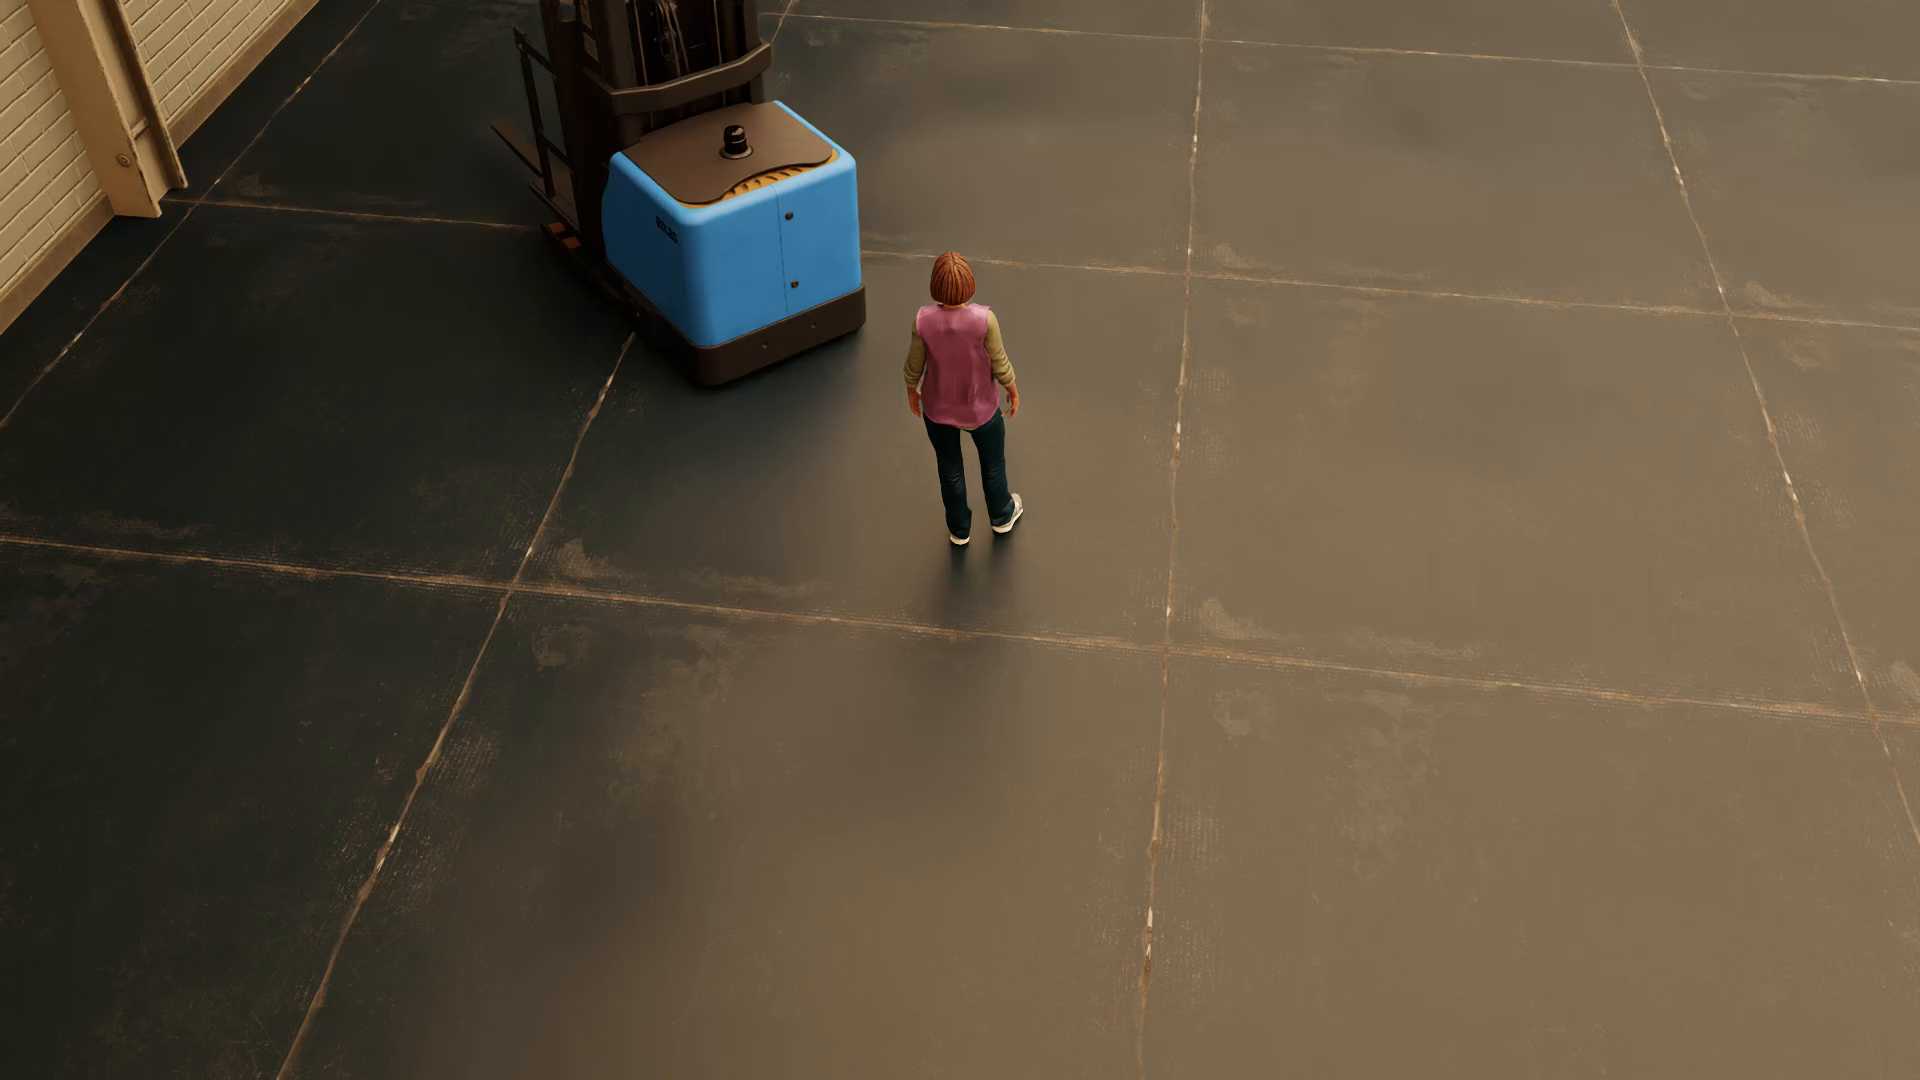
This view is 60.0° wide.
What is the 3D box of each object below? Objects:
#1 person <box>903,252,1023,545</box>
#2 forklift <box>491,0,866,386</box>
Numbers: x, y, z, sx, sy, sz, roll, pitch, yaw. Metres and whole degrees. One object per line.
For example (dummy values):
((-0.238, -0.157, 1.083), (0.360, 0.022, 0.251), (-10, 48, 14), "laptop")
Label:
((0.024, -0.642, 7.398), (0.519, 1.598, 0.475), (5, 43, 6), "person")
((-1.783, -2.838, 8.814), (1.130, 2.935, 3.031), (-26, 49, -26), "forklift")
